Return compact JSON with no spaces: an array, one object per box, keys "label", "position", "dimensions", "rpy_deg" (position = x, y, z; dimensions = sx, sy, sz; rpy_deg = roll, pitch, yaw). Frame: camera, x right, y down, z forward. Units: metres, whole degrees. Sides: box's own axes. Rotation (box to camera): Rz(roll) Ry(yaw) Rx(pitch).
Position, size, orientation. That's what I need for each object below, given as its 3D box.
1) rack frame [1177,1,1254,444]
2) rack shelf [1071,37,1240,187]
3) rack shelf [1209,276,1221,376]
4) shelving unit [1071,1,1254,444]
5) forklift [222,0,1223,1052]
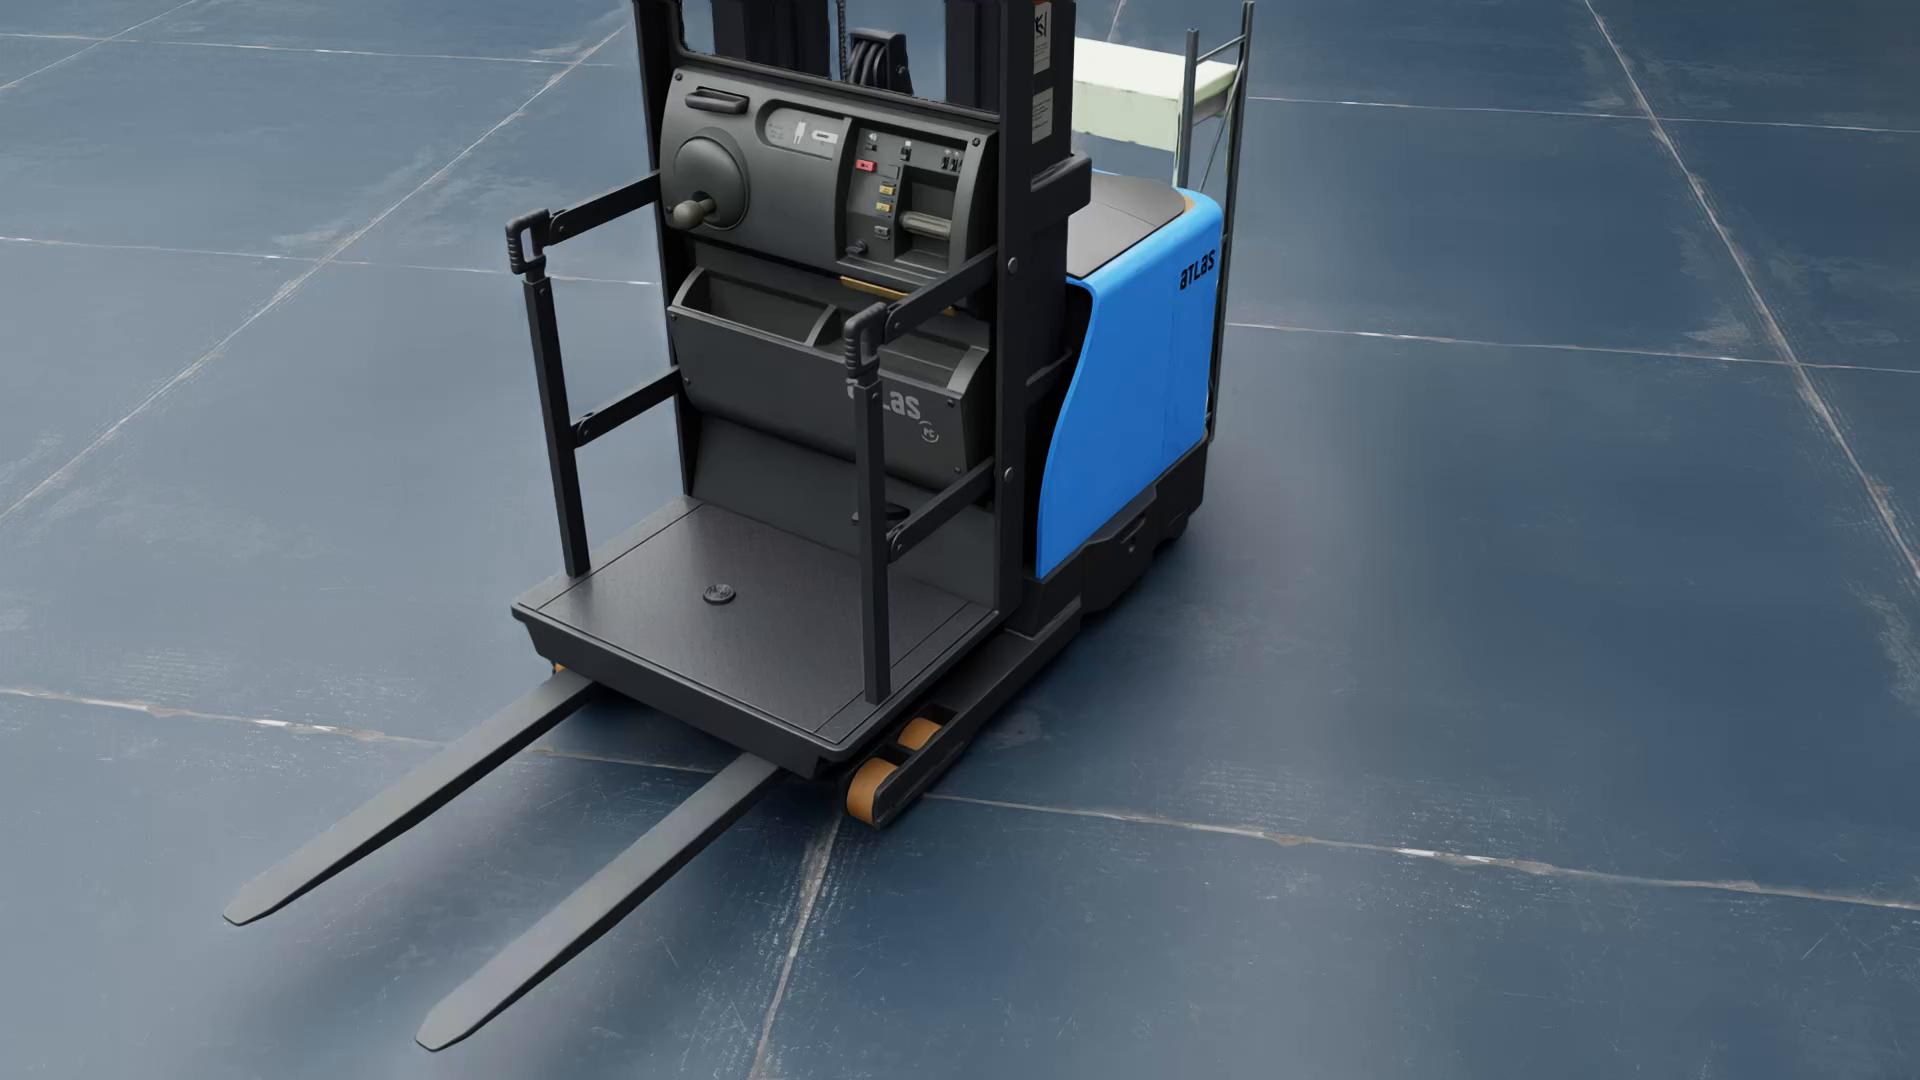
[{"label":"rack frame","position":[0.769,-0.904,5.280],"dimensions":[0.023,1.500,0.400],"rpy_deg":[20,37,28]},{"label":"rack shelf","position":[0.464,-1.343,5.246],"dimensions":[0.720,0.370,0.431],"rpy_deg":[20,37,28]},{"label":"rack shelf","position":[0.464,-0.736,5.626],"dimensions":[0.720,0.370,0.431],"rpy_deg":[20,37,28]},{"label":"shelving unit","position":[0.464,-1.012,5.453],"dimensions":[0.755,1.500,0.431],"rpy_deg":[20,37,28]},{"label":"forklift","position":[-0.459,-0.822,3.801],"dimensions":[1.130,2.935,3.031],"rpy_deg":[20,37,28]}]
